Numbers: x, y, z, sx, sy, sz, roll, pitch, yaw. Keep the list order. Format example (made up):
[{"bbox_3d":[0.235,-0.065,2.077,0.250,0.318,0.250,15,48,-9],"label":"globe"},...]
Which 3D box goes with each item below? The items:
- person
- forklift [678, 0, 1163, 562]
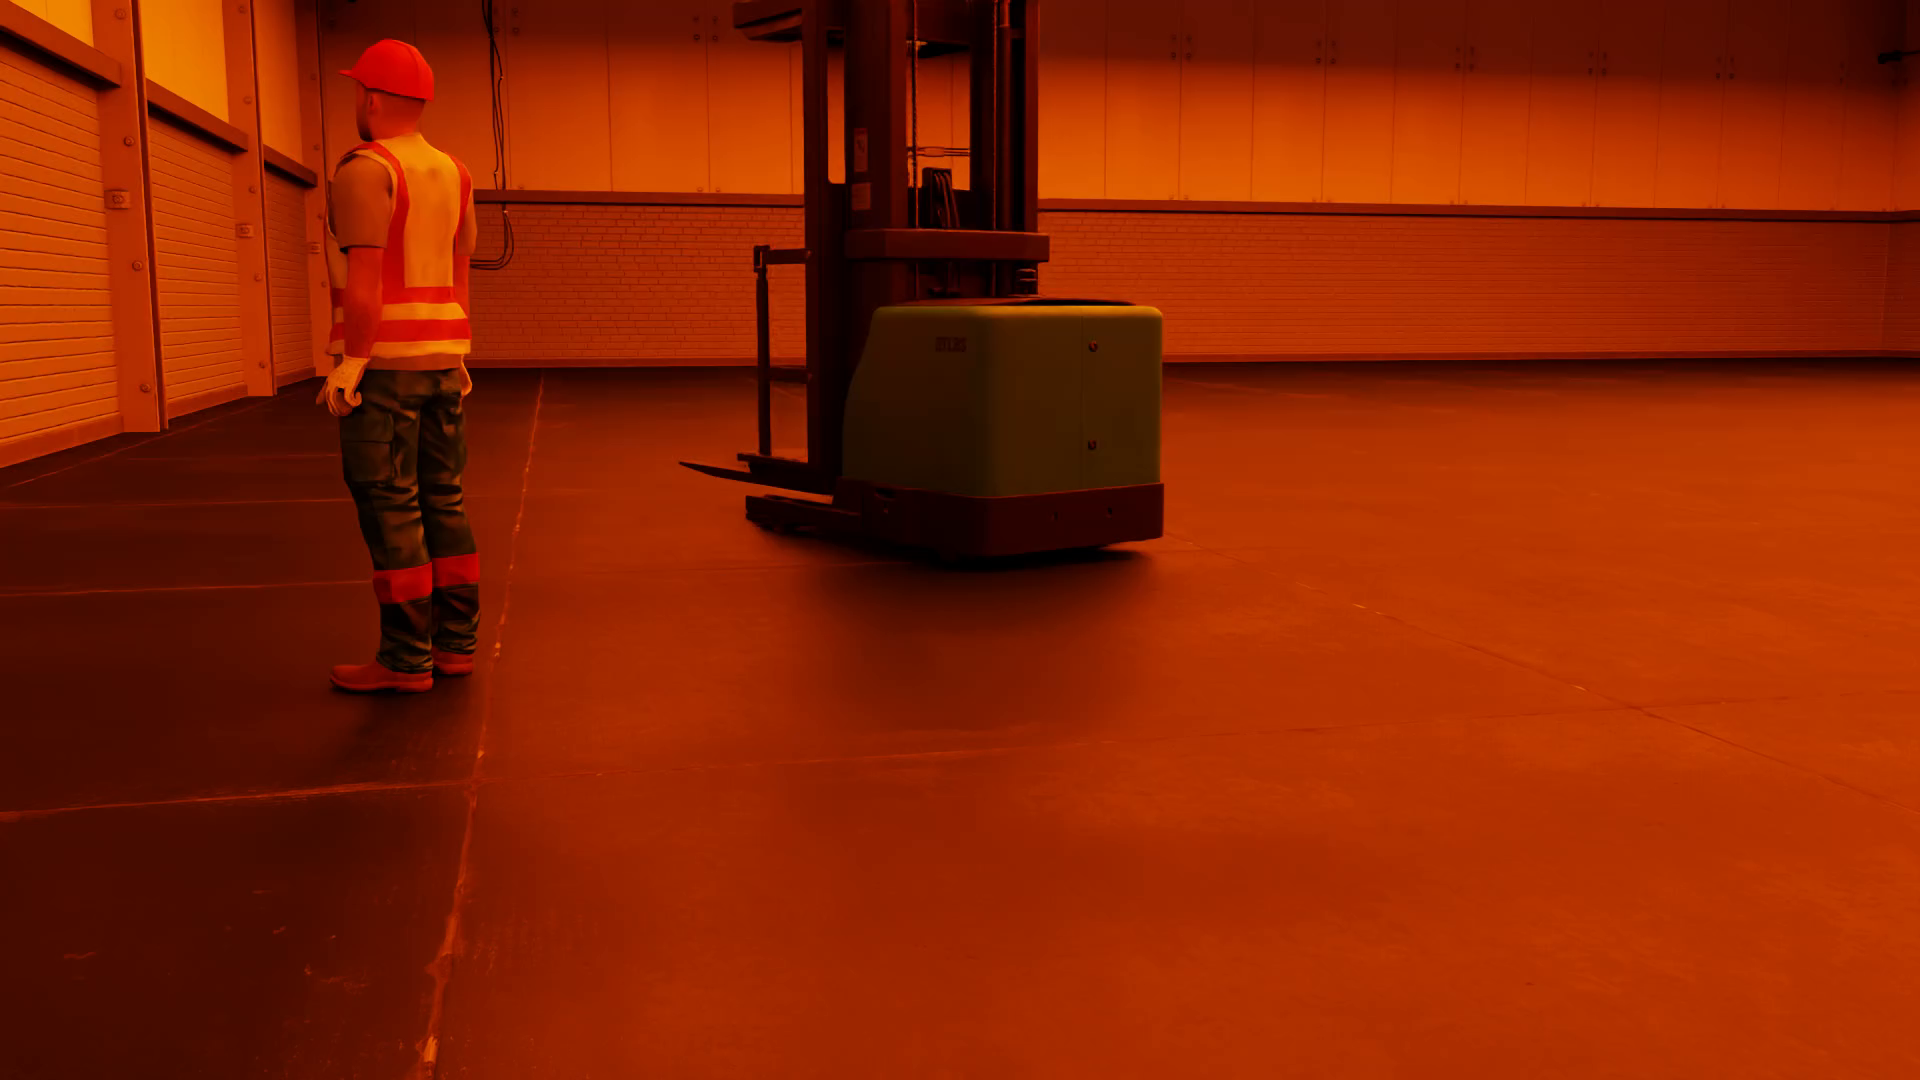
[{"bbox_3d":[-1.590,-0.478,4.672,0.366,1.796,0.525,3,8,18],"label":"person"},{"bbox_3d":[-0.390,-1.520,7.993,1.130,2.935,3.031,-6,10,-36],"label":"forklift"}]
